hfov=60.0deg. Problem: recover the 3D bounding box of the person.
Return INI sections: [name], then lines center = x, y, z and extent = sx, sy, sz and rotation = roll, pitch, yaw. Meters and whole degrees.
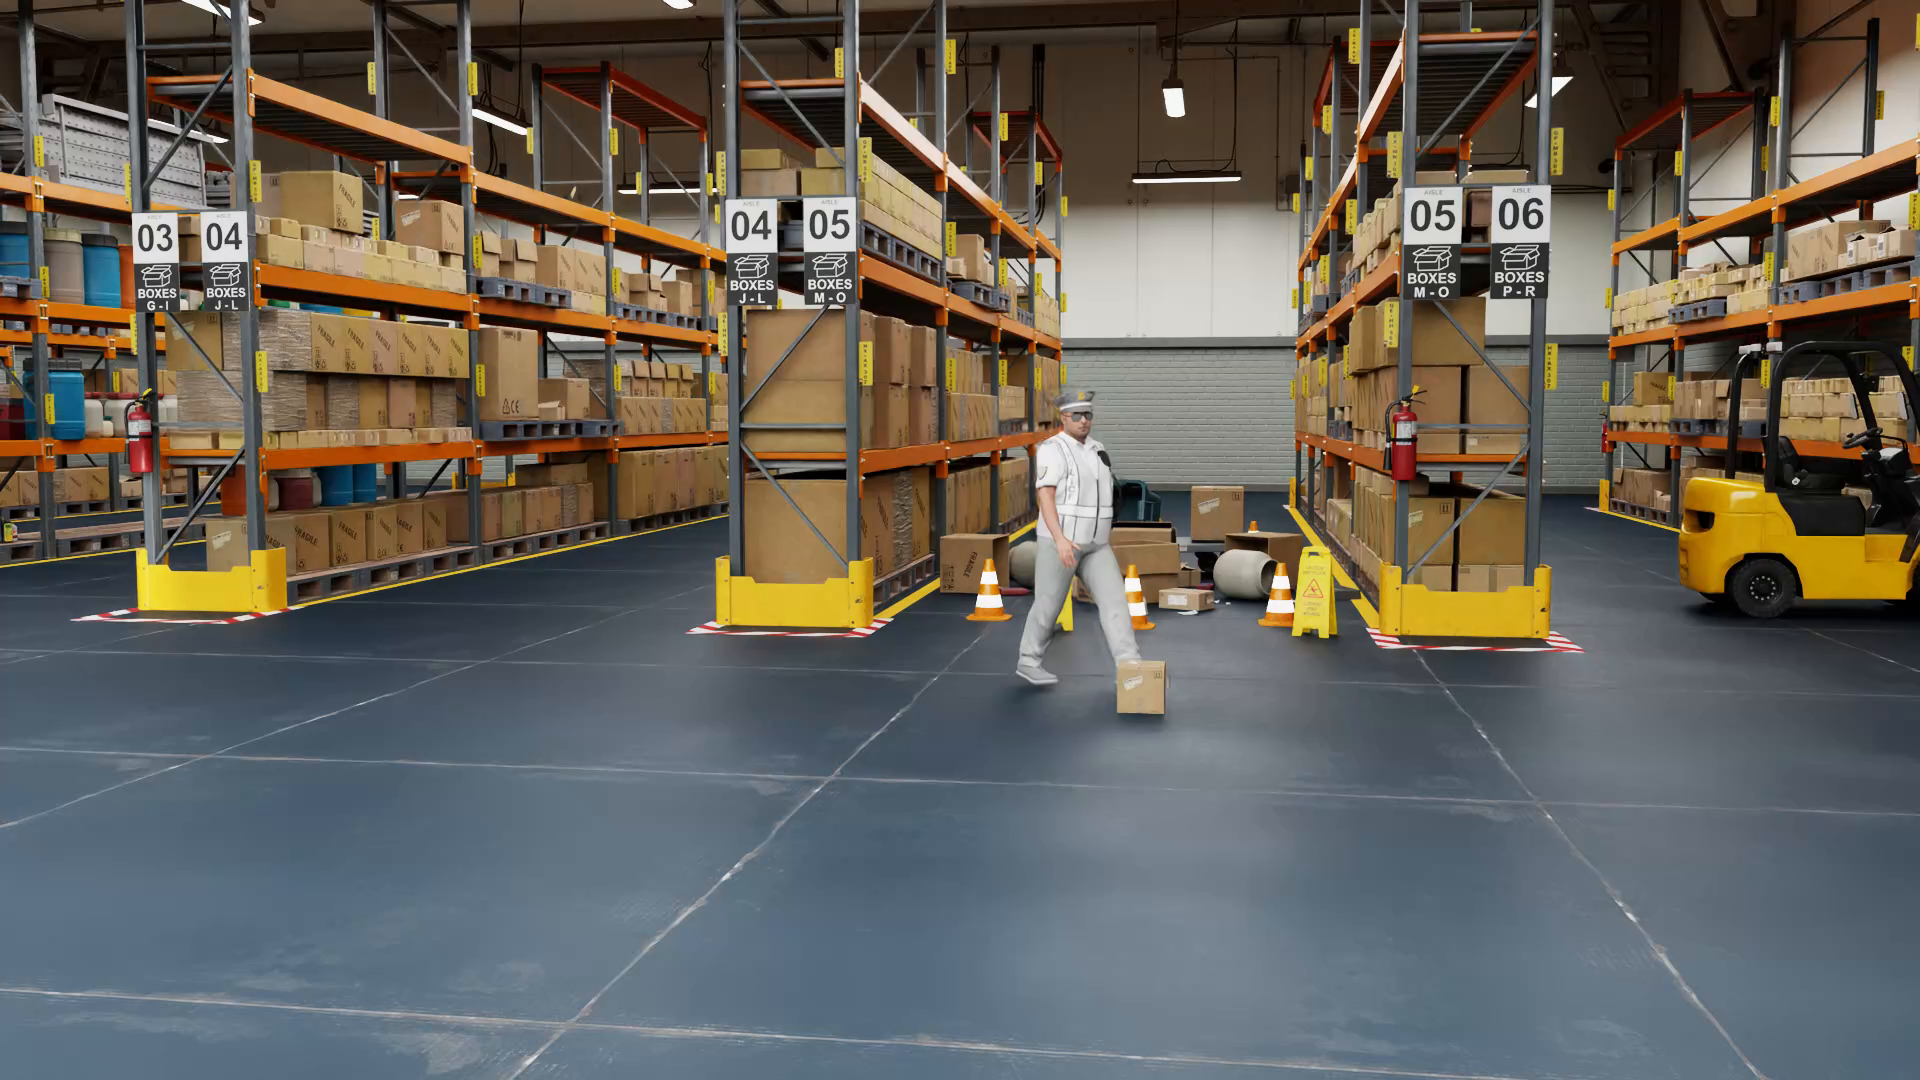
[person]
center = 0.732, 0.000, 9.486
extent = 0.570, 1.712, 0.999
rotation = -3, 5, -36
